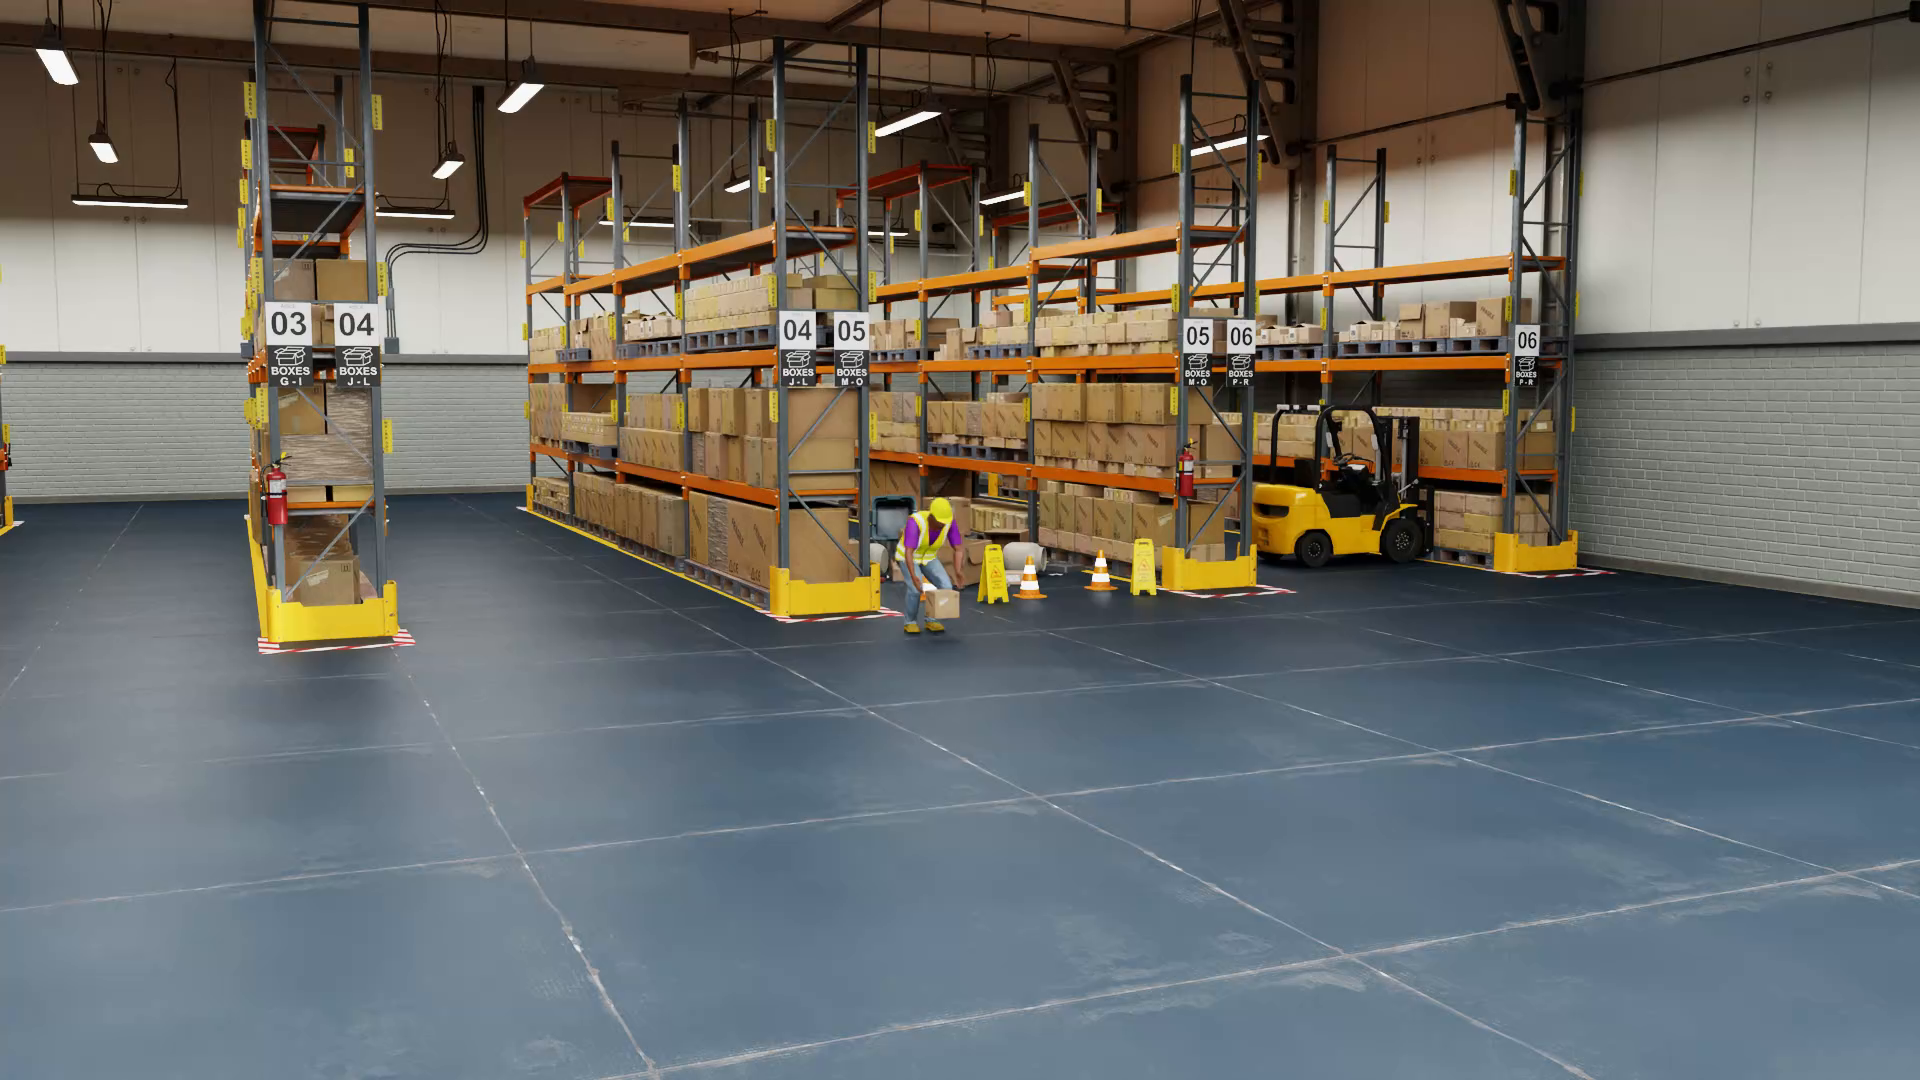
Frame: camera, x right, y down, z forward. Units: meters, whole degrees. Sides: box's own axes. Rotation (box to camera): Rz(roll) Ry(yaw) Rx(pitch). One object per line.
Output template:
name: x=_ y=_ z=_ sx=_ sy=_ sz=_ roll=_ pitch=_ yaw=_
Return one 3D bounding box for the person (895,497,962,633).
person: x=-0.301 y=0.236 z=16.379 sx=0.630 sy=1.346 sz=0.790 roll=-2 pitch=6 yaw=-24
